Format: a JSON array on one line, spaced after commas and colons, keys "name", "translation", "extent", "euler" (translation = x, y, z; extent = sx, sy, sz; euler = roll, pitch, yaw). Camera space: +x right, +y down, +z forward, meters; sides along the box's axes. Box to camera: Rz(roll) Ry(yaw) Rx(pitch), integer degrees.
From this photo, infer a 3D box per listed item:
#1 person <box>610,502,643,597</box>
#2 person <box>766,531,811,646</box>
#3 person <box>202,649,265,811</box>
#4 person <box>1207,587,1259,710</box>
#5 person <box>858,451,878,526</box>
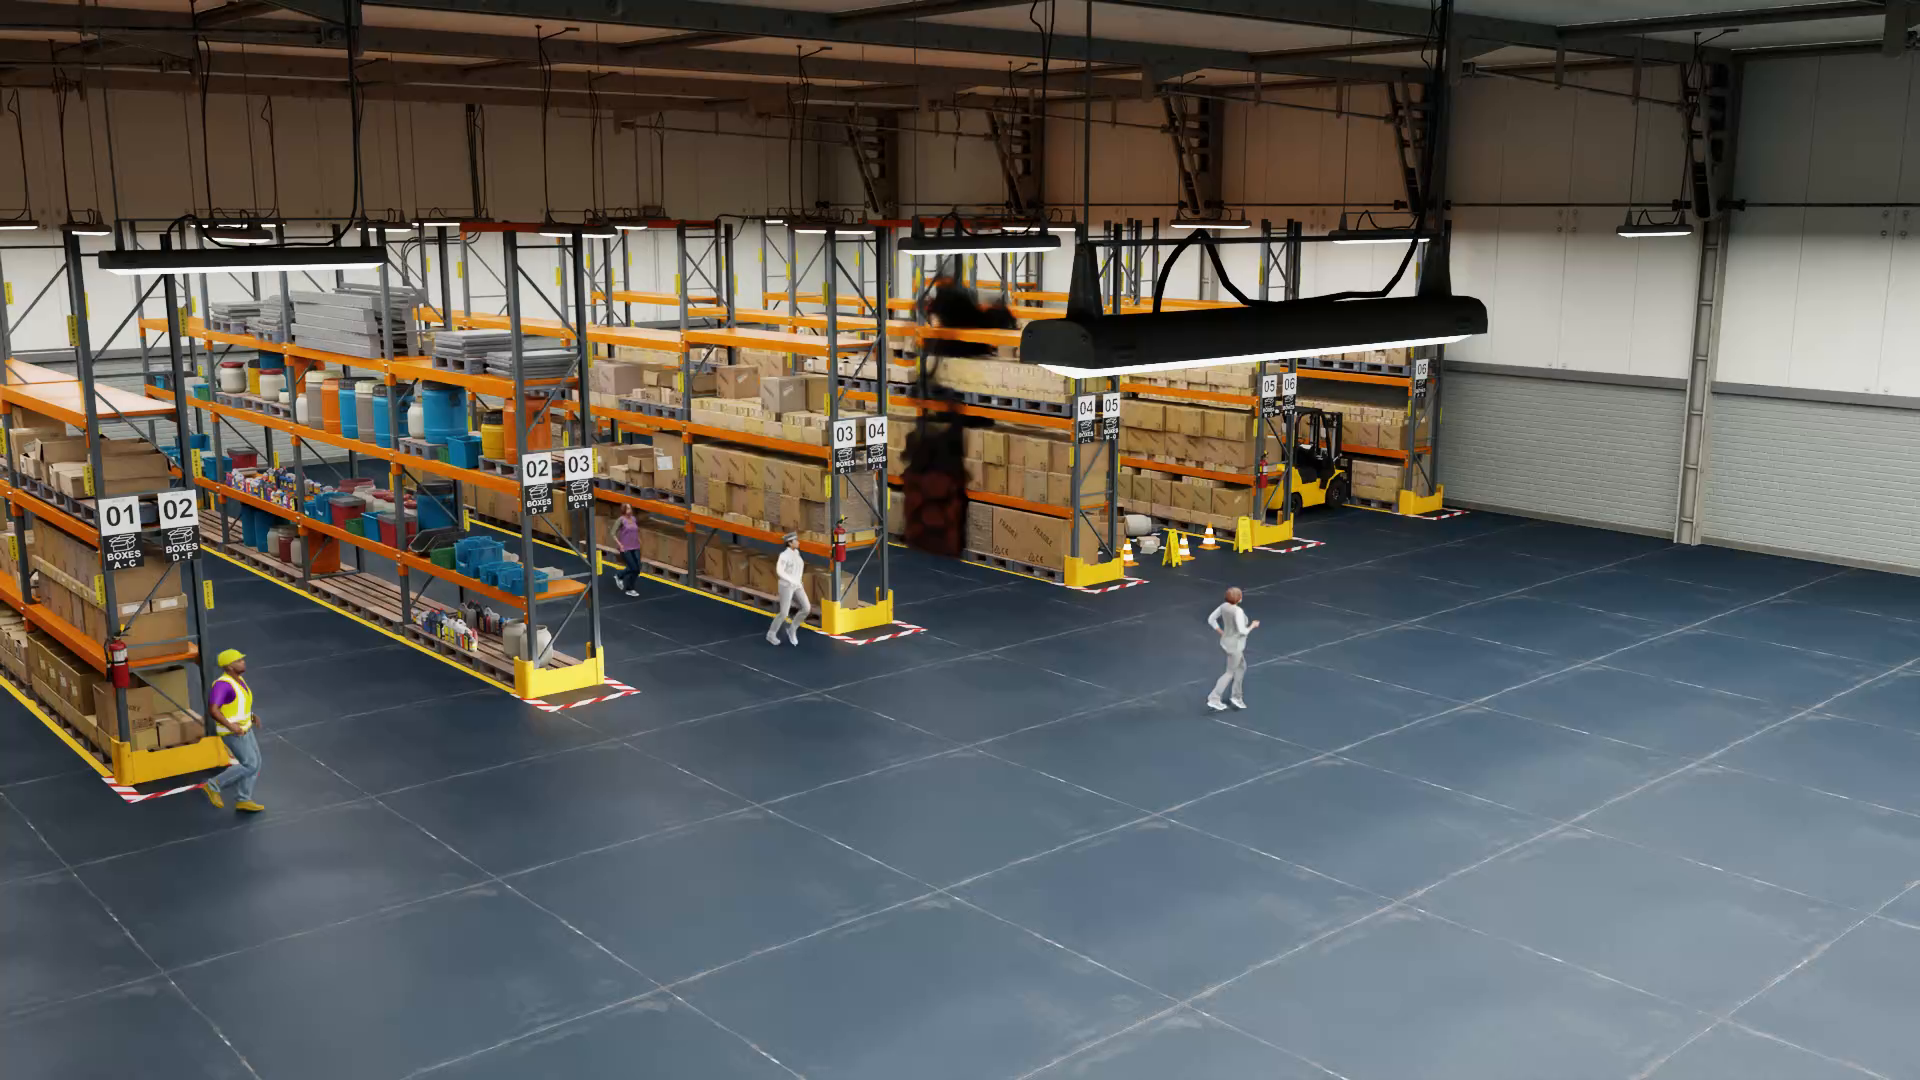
[{"name": "person", "translation": [-5.414, 0.155, 27.191], "extent": [0.512, 1.552, 0.507], "euler": [9, 15, 38]}, {"name": "person", "translation": [-2.453, 0.691, 24.292], "extent": [0.602, 1.667, 0.674], "euler": [6, 13, 27]}, {"name": "person", "translation": [-7.710, 2.013, 17.617], "extent": [0.589, 1.739, 0.733], "euler": [-2, 12, -10]}, {"name": "person", "translation": [3.432, 1.385, 20.938], "extent": [0.678, 1.635, 0.516], "euler": [-3, 12, -16]}, {"name": "person", "translation": [-1.640, -0.798, 30.167], "extent": [0.601, 1.679, 0.547], "euler": [-9, 14, -37]}]
